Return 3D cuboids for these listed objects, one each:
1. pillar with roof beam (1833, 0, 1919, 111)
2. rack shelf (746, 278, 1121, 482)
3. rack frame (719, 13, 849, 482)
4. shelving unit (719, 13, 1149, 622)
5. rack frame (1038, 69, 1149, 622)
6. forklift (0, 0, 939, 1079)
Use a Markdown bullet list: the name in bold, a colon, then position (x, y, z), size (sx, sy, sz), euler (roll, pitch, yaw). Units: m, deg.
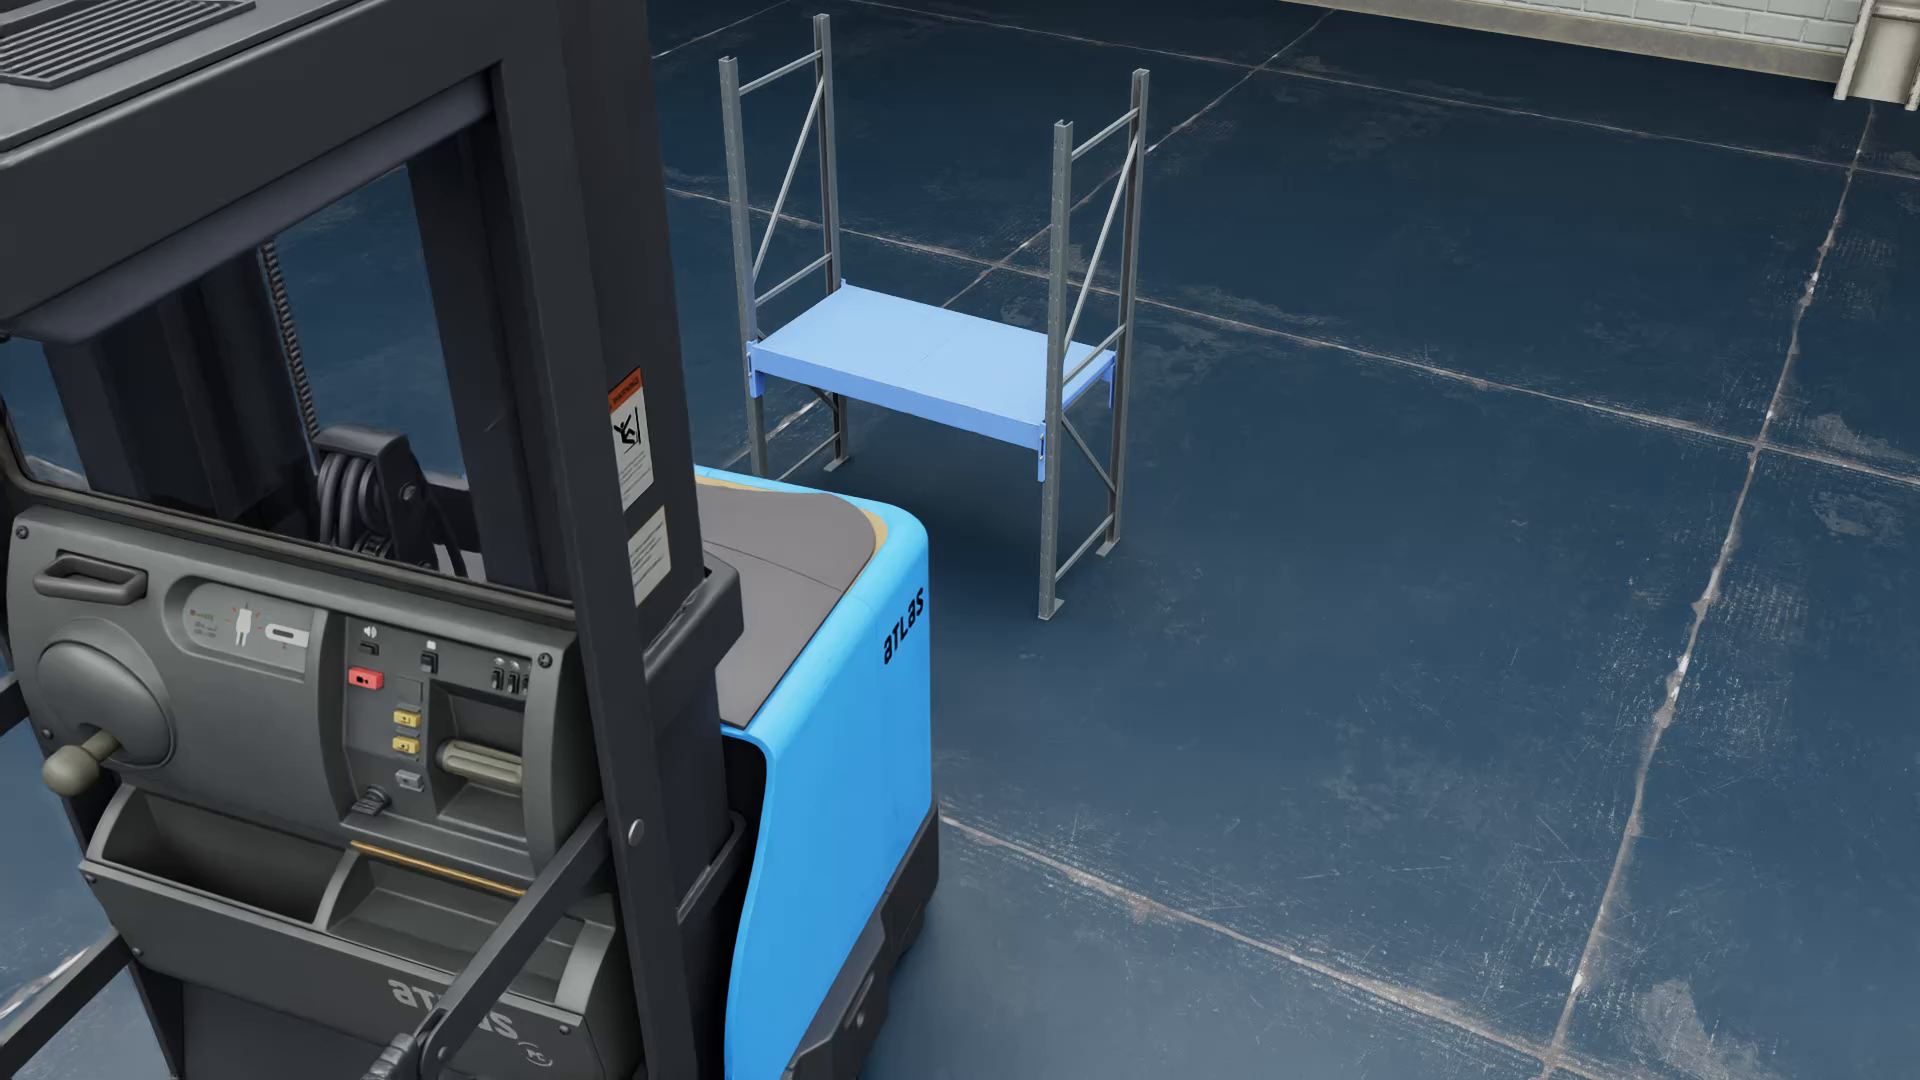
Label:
- **pillar with roof beam**: position (2.697, -4.013, 3.157), size (0.400, 9.000, 9.100), euler (18, 37, 24)
- **rack shelf**: position (-0.074, -0.498, 4.969), size (1.000, 0.185, 0.538), euler (18, 37, 24)
- **rack frame**: position (-0.515, -0.788, 5.079), size (0.032, 1.500, 0.500), euler (18, 37, 24)
- **shelving unit**: position (-0.074, -0.648, 4.870), size (1.048, 1.500, 0.538), euler (18, 37, 24)
- **rack frame**: position (0.367, -0.508, 4.660), size (0.032, 1.500, 0.500), euler (18, 37, 24)
- **forklift**: position (-1.036, 0.285, 2.178), size (1.130, 2.935, 3.031), euler (12, 35, 17)
